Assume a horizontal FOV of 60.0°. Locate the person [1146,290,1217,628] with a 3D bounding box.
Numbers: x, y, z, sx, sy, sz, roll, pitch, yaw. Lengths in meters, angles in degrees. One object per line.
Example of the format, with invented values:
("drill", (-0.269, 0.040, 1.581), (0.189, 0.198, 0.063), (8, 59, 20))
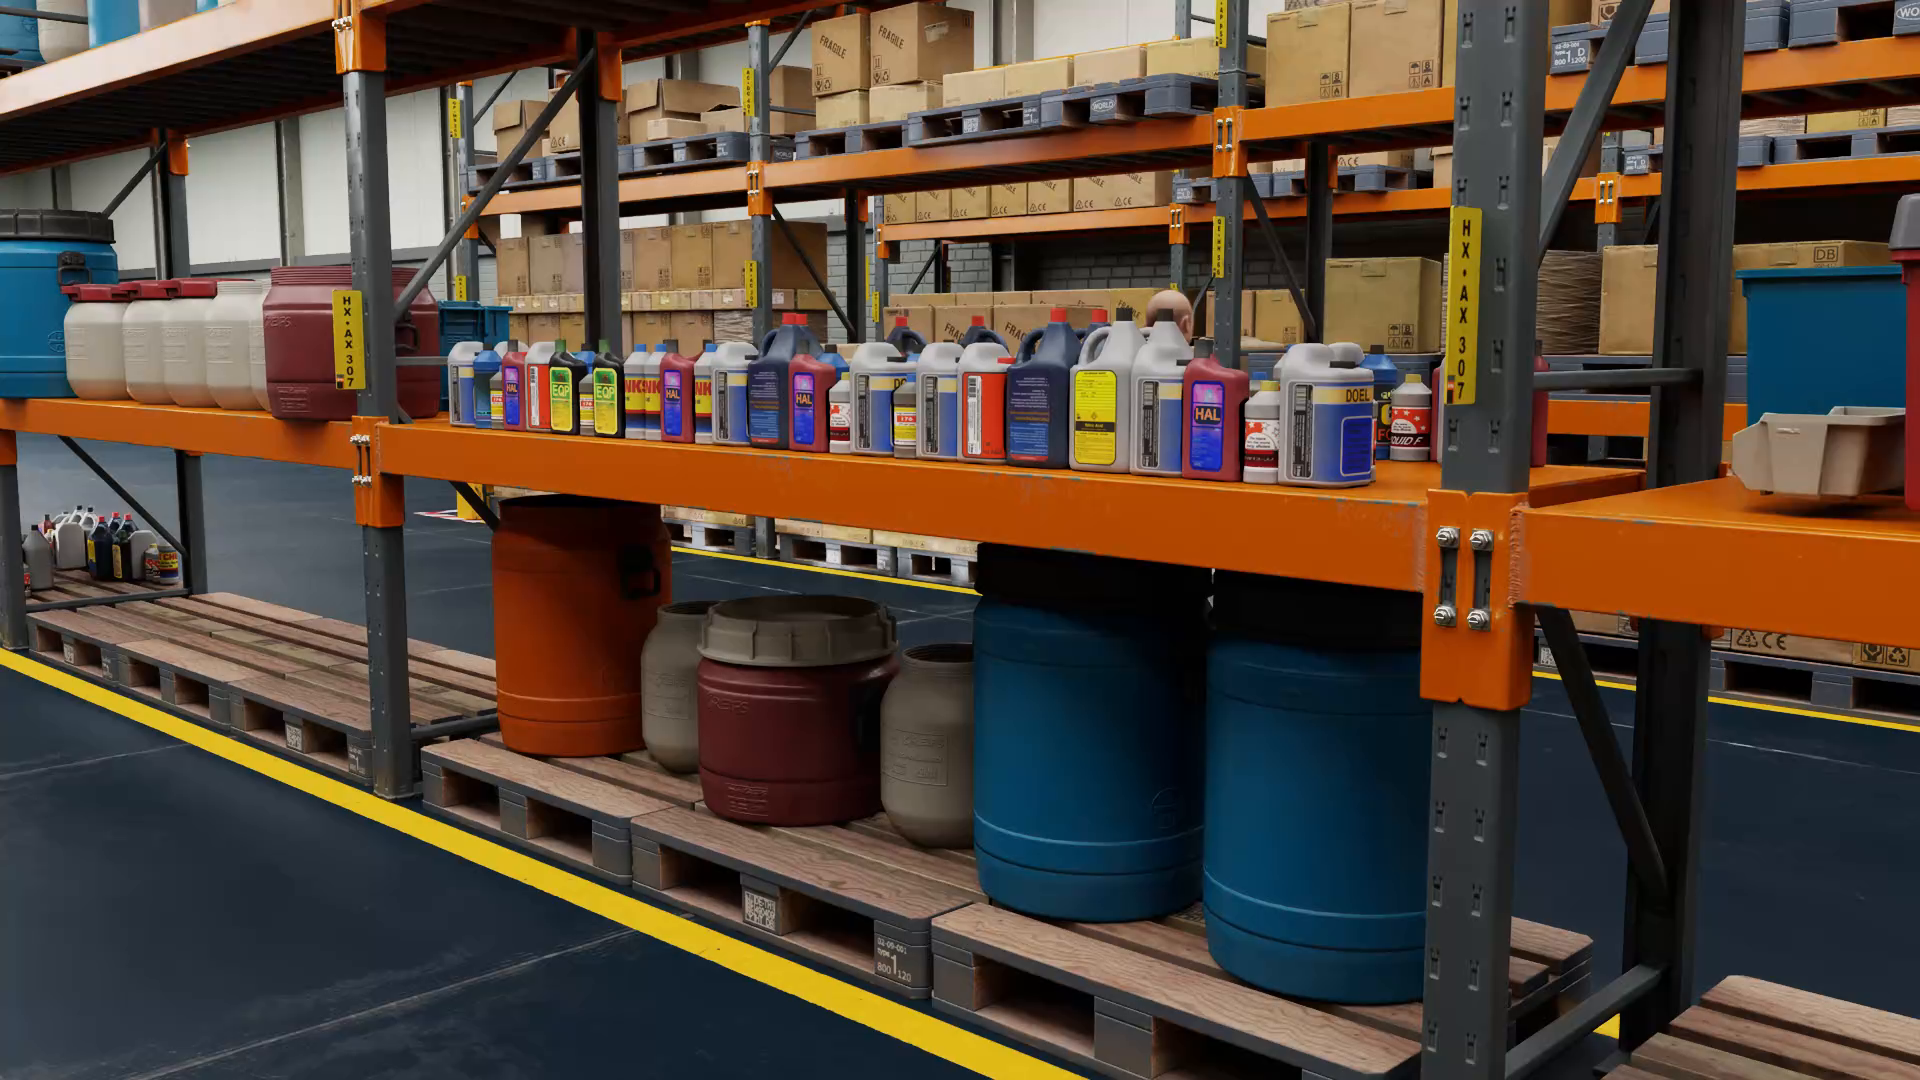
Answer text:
("person", (0.802, -0.089, 6.549), (0.655, 1.774, 0.415), (6, 9, 42))
